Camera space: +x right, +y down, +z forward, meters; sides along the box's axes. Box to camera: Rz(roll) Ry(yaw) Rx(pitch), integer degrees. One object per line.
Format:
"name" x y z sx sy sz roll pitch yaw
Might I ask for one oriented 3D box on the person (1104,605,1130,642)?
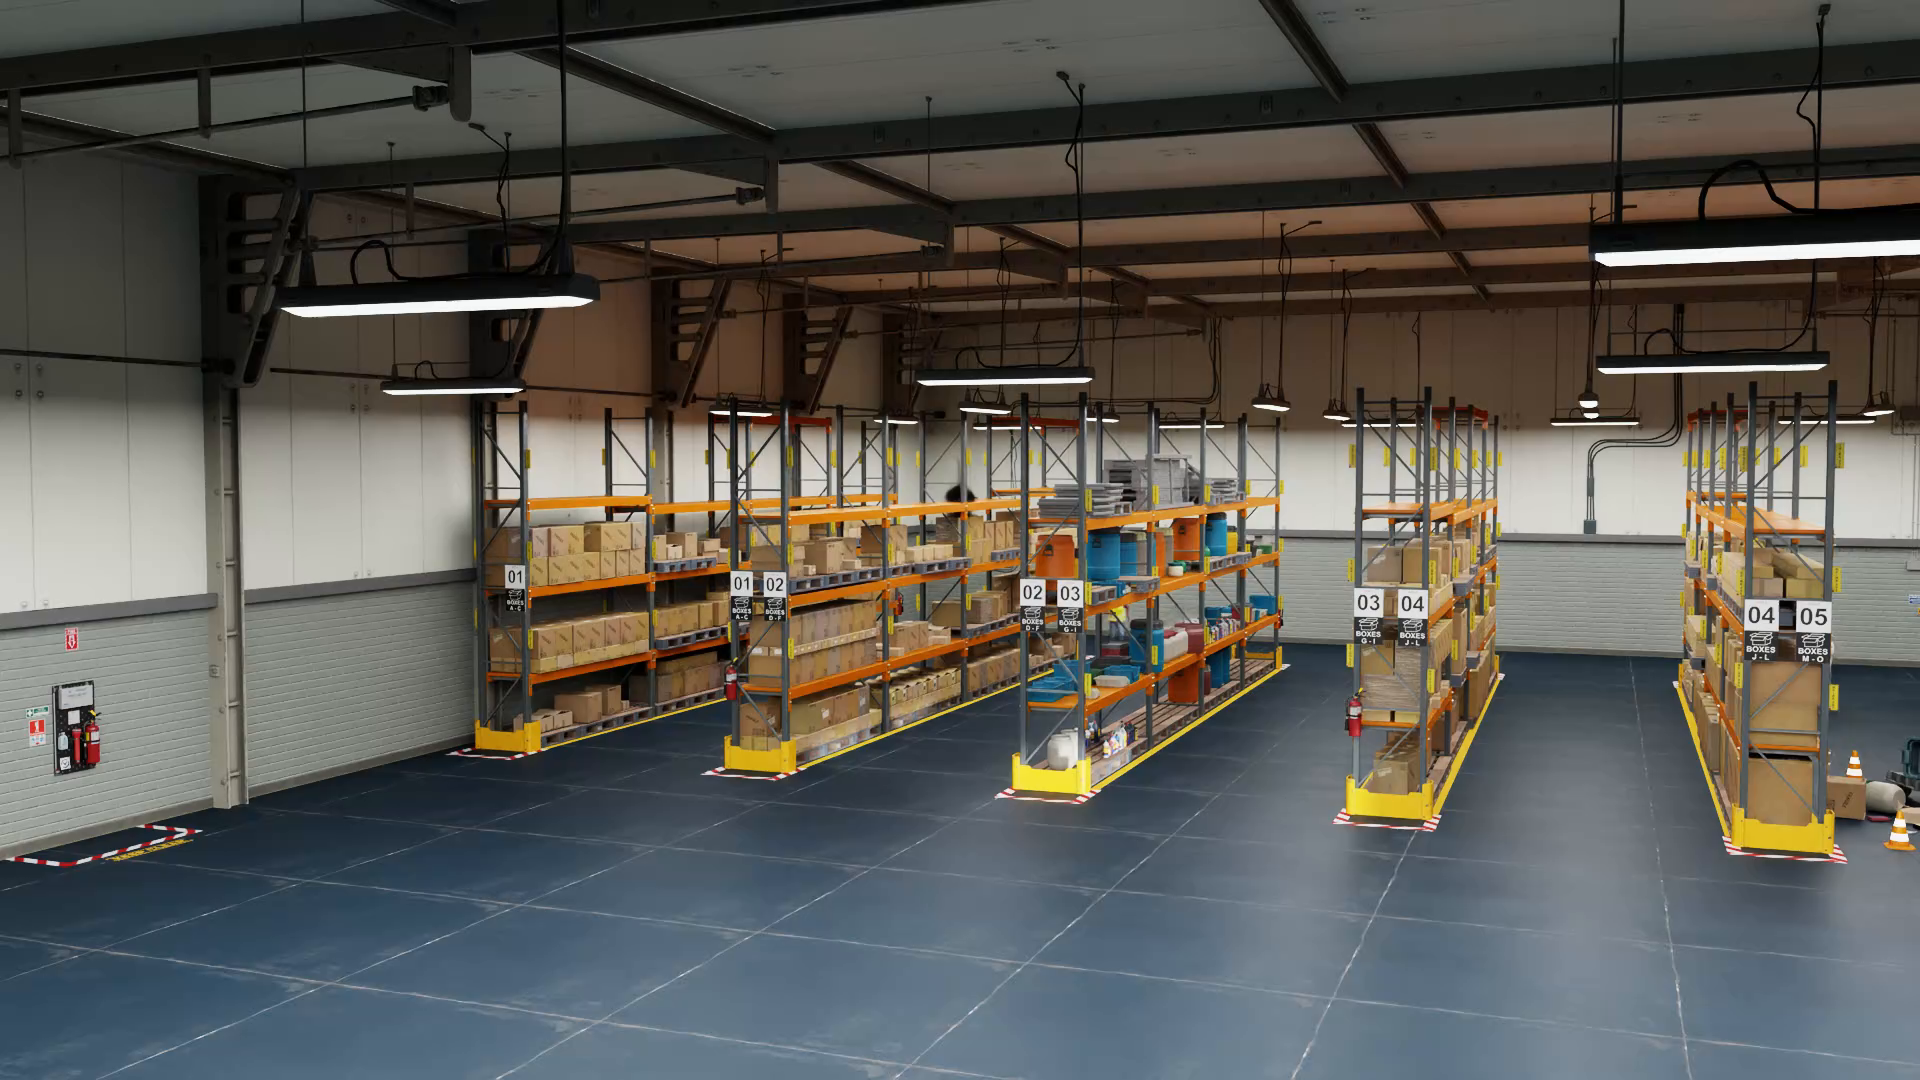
"person" 3.949 2.083 41.895 0.672 1.823 0.849 0 3 -2

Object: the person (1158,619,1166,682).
"person" 4.697 2.470 37.508 1.087 1.460 0.621 -2 3 -36
